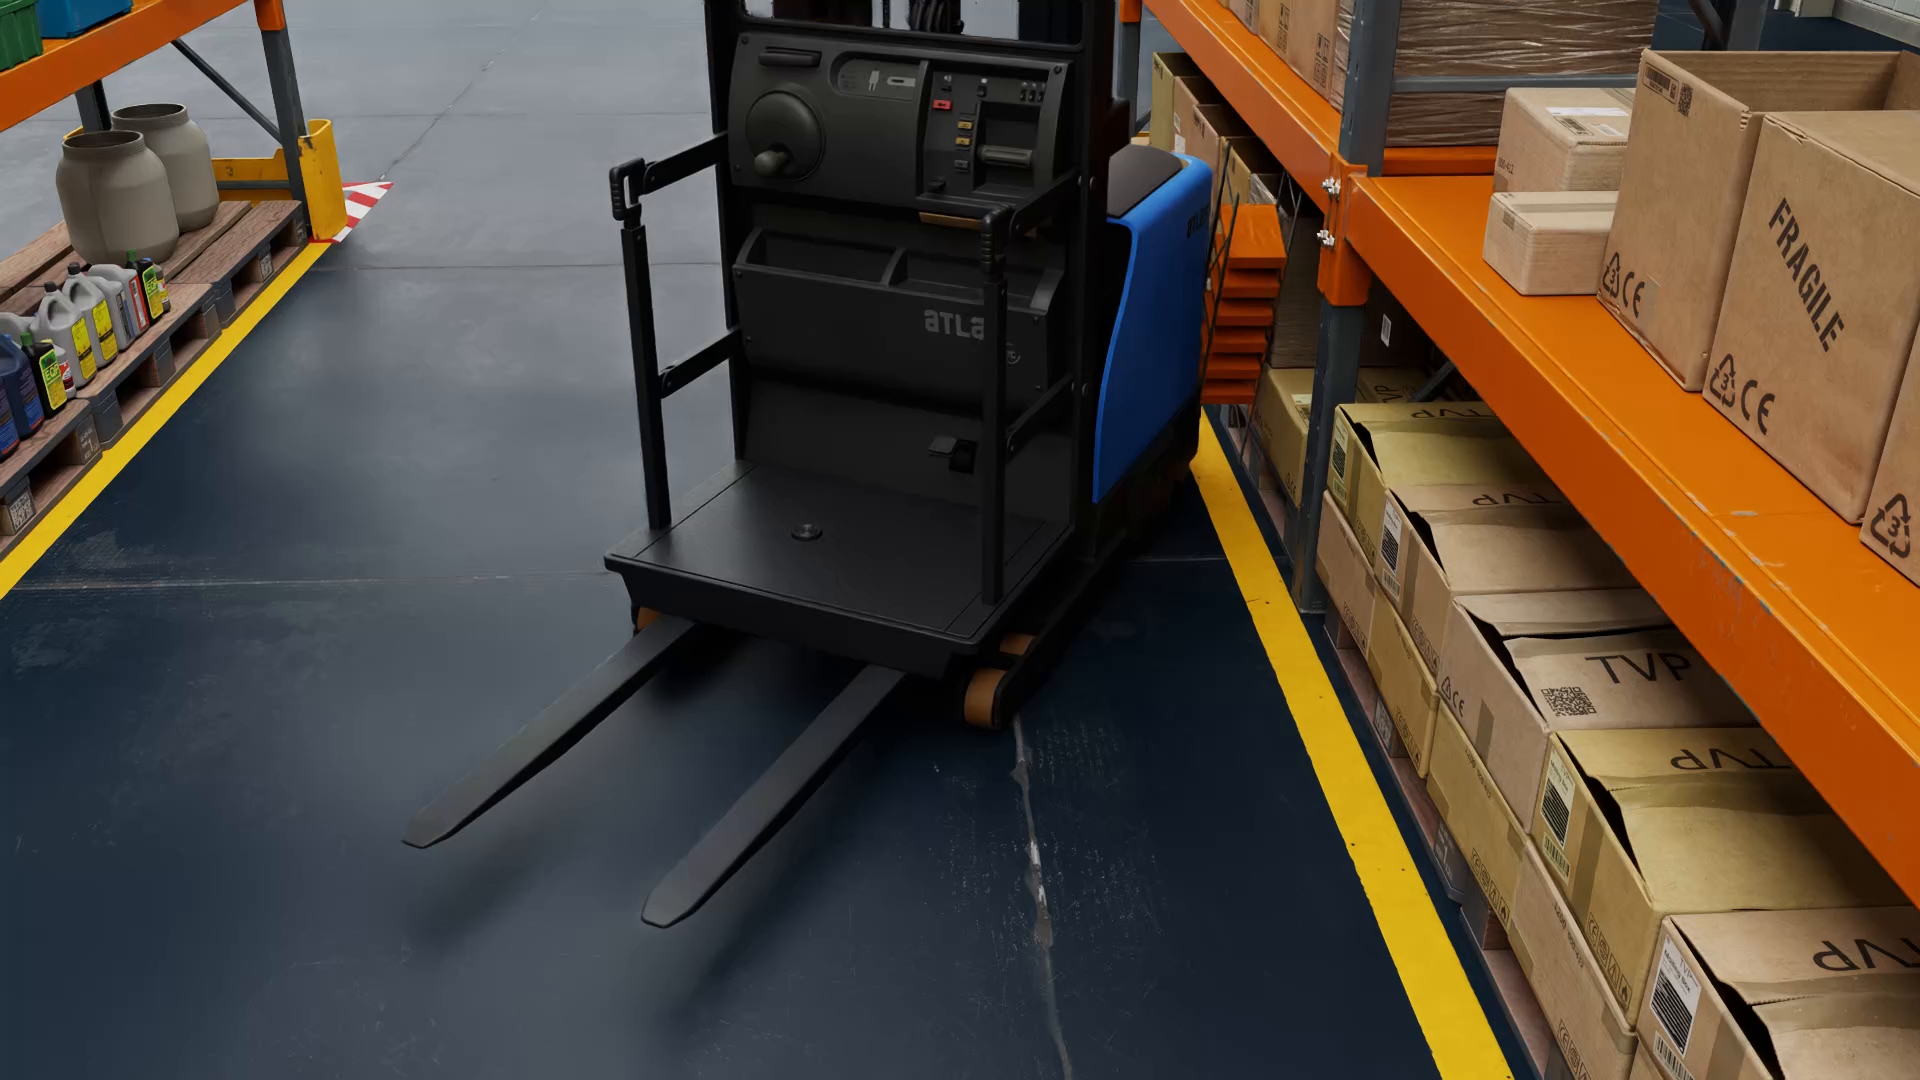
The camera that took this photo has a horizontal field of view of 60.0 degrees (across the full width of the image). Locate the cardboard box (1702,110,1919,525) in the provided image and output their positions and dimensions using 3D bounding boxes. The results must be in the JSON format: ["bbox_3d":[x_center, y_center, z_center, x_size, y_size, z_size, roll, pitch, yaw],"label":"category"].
[{"bbox_3d":[1.560,-0.362,2.592,0.500,0.500,0.500,-1,28,-3],"label":"cardboard box"}]

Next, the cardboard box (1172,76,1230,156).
[{"bbox_3d":[1.146,-1.580,6.743,0.500,0.500,0.500,-1,28,-3],"label":"cardboard box"}]

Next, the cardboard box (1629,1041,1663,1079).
[{"bbox_3d":[1.366,1.026,2.559,0.500,0.250,0.500,-1,28,-1],"label":"cardboard box"}]

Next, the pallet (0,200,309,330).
[{"bbox_3d":[-3.585,-1.231,7.382,1.003,0.211,1.213,-1,28,-3],"label":"pallet"}]

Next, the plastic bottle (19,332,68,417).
[{"bbox_3d":[-3.069,-0.567,5.556,0.061,0.283,0.133,0,28,0],"label":"plastic bottle"}]

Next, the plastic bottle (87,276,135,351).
[{"bbox_3d":[-3.147,-0.845,6.097,0.152,0.276,0.135,-2,28,-4],"label":"plastic bottle"}]

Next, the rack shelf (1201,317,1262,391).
[{"bbox_3d":[0.876,-0.615,5.448,0.180,0.103,0.258,0,52,-2],"label":"rack shelf"}]

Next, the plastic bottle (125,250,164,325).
[{"bbox_3d":[-3.115,-0.976,6.340,0.061,0.283,0.133,-1,28,-1],"label":"plastic bottle"}]

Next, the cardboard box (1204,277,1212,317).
[{"bbox_3d":[1.183,-0.785,6.030,0.500,0.250,0.500,-1,28,-3],"label":"cardboard box"}]

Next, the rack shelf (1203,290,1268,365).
[{"bbox_3d":[0.878,-0.689,5.353,0.180,0.103,0.258,0,52,-2],"label":"rack shelf"}]

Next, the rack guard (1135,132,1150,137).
[{"bbox_3d":[1.272,-1.897,8.347,1.175,0.500,0.348,-1,28,-3],"label":"rack guard"}]

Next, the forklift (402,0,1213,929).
[{"bbox_3d":[-0.260,-1.035,4.064,1.130,2.935,3.031,12,30,22],"label":"forklift"}]

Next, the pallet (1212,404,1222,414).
[{"bbox_3d":[1.416,-0.844,6.640,1.003,0.211,1.213,-1,28,-3],"label":"pallet"}]

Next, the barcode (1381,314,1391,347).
[{"bbox_3d":[1.080,-0.532,4.215,0.001,0.075,0.075,-1,28,-3],"label":"barcode"}]

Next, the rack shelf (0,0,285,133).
[{"bbox_3d":[-3.569,-1.634,5.917,1.077,0.370,4.000,-1,28,-3],"label":"rack shelf"}]

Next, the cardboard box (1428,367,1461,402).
[{"bbox_3d":[1.761,-0.336,5.169,0.500,0.250,0.500,-1,28,-3],"label":"cardboard box"}]

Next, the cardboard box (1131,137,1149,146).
[{"bbox_3d":[1.079,-1.708,7.801,0.500,0.250,0.500,-1,28,-3],"label":"cardboard box"}]

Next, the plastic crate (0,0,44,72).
[{"bbox_3d":[-3.254,-1.569,5.244,0.450,0.188,0.662,-1,28,-3],"label":"plastic crate"}]

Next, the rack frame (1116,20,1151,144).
[{"bbox_3d":[1.273,-2.994,7.748,1.000,3.000,0.127,-1,28,-3],"label":"rack frame"}]

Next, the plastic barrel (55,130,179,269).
[{"bbox_3d":[-3.537,-1.426,6.977,0.421,0.512,0.421,0,28,0],"label":"plastic barrel"}]

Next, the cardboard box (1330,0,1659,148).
[{"bbox_3d":[1.453,-1.396,4.575,0.700,0.500,0.500,-2,28,-4],"label":"cardboard box"}]

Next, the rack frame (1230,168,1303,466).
[{"bbox_3d":[0.970,-0.717,5.321,0.006,1.200,0.240,0,52,-2],"label":"rack frame"}]

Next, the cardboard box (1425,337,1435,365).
[{"bbox_3d":[1.737,-0.899,5.439,0.500,0.500,0.500,-1,28,-3],"label":"cardboard box"}]

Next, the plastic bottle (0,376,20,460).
[{"bbox_3d":[-3.092,-0.433,5.225,0.144,0.351,0.185,-1,28,-1],"label":"plastic bottle"}]

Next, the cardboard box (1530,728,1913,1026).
[{"bbox_3d":[1.337,0.544,2.876,0.500,0.311,0.500,-1,28,-1],"label":"cardboard box"}]

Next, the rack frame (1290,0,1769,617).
[{"bbox_3d":[1.482,-1.147,4.206,1.000,3.000,0.127,-1,28,-3],"label":"rack frame"}]

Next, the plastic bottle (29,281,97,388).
[{"bbox_3d":[-3.124,-0.716,5.768,0.144,0.351,0.185,-2,28,-3],"label":"plastic bottle"}]

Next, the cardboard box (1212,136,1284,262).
[{"bbox_3d":[1.195,-1.118,5.858,0.500,0.500,0.500,-1,28,-3],"label":"cardboard box"}]

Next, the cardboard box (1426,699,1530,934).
[{"bbox_3d":[1.311,0.553,3.465,0.500,0.250,0.500,-2,28,-4],"label":"cardboard box"}]

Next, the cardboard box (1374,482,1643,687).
[{"bbox_3d":[1.276,0.065,3.794,0.500,0.311,0.500,-2,28,-3],"label":"cardboard box"}]

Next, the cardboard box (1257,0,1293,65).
[{"bbox_3d":[1.396,-1.872,5.487,0.700,0.500,0.500,-1,28,-2],"label":"cardboard box"}]

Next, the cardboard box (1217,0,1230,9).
[{"bbox_3d":[1.337,-2.351,6.406,0.700,0.500,0.500,-1,28,-2],"label":"cardboard box"}]

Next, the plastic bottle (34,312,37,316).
[{"bbox_3d":[-3.252,-0.713,5.923,0.097,0.201,0.097,0,28,0],"label":"plastic bottle"}]

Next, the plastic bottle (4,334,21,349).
[{"bbox_3d":[-3.147,-0.552,5.539,0.097,0.271,0.097,0,28,0],"label":"plastic bottle"}]

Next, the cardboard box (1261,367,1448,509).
[{"bbox_3d":[1.240,-0.323,5.145,0.500,0.250,0.500,-1,28,-3],"label":"cardboard box"}]

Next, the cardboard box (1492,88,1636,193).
[{"bbox_3d":[1.552,-0.854,3.807,0.500,0.250,0.500,0,28,1],"label":"cardboard box"}]

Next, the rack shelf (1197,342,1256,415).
[{"bbox_3d":[0.873,-0.541,5.542,0.180,0.103,0.258,0,52,-2],"label":"rack shelf"}]

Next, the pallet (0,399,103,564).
[{"bbox_3d":[-3.458,-0.104,5.221,1.003,0.211,1.213,-1,28,-3],"label":"pallet"}]

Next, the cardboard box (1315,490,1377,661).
[{"bbox_3d":[1.256,0.078,4.376,0.500,0.250,0.500,-2,28,-4],"label":"cardboard box"}]

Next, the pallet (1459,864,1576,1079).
[{"bbox_3d":[1.626,0.993,3.117,1.003,0.211,1.213,-1,28,-3],"label":"pallet"}]

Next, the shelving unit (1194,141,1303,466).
[{"bbox_3d":[0.879,-0.717,5.318,0.189,1.200,0.258,0,52,-2],"label":"shelving unit"}]
